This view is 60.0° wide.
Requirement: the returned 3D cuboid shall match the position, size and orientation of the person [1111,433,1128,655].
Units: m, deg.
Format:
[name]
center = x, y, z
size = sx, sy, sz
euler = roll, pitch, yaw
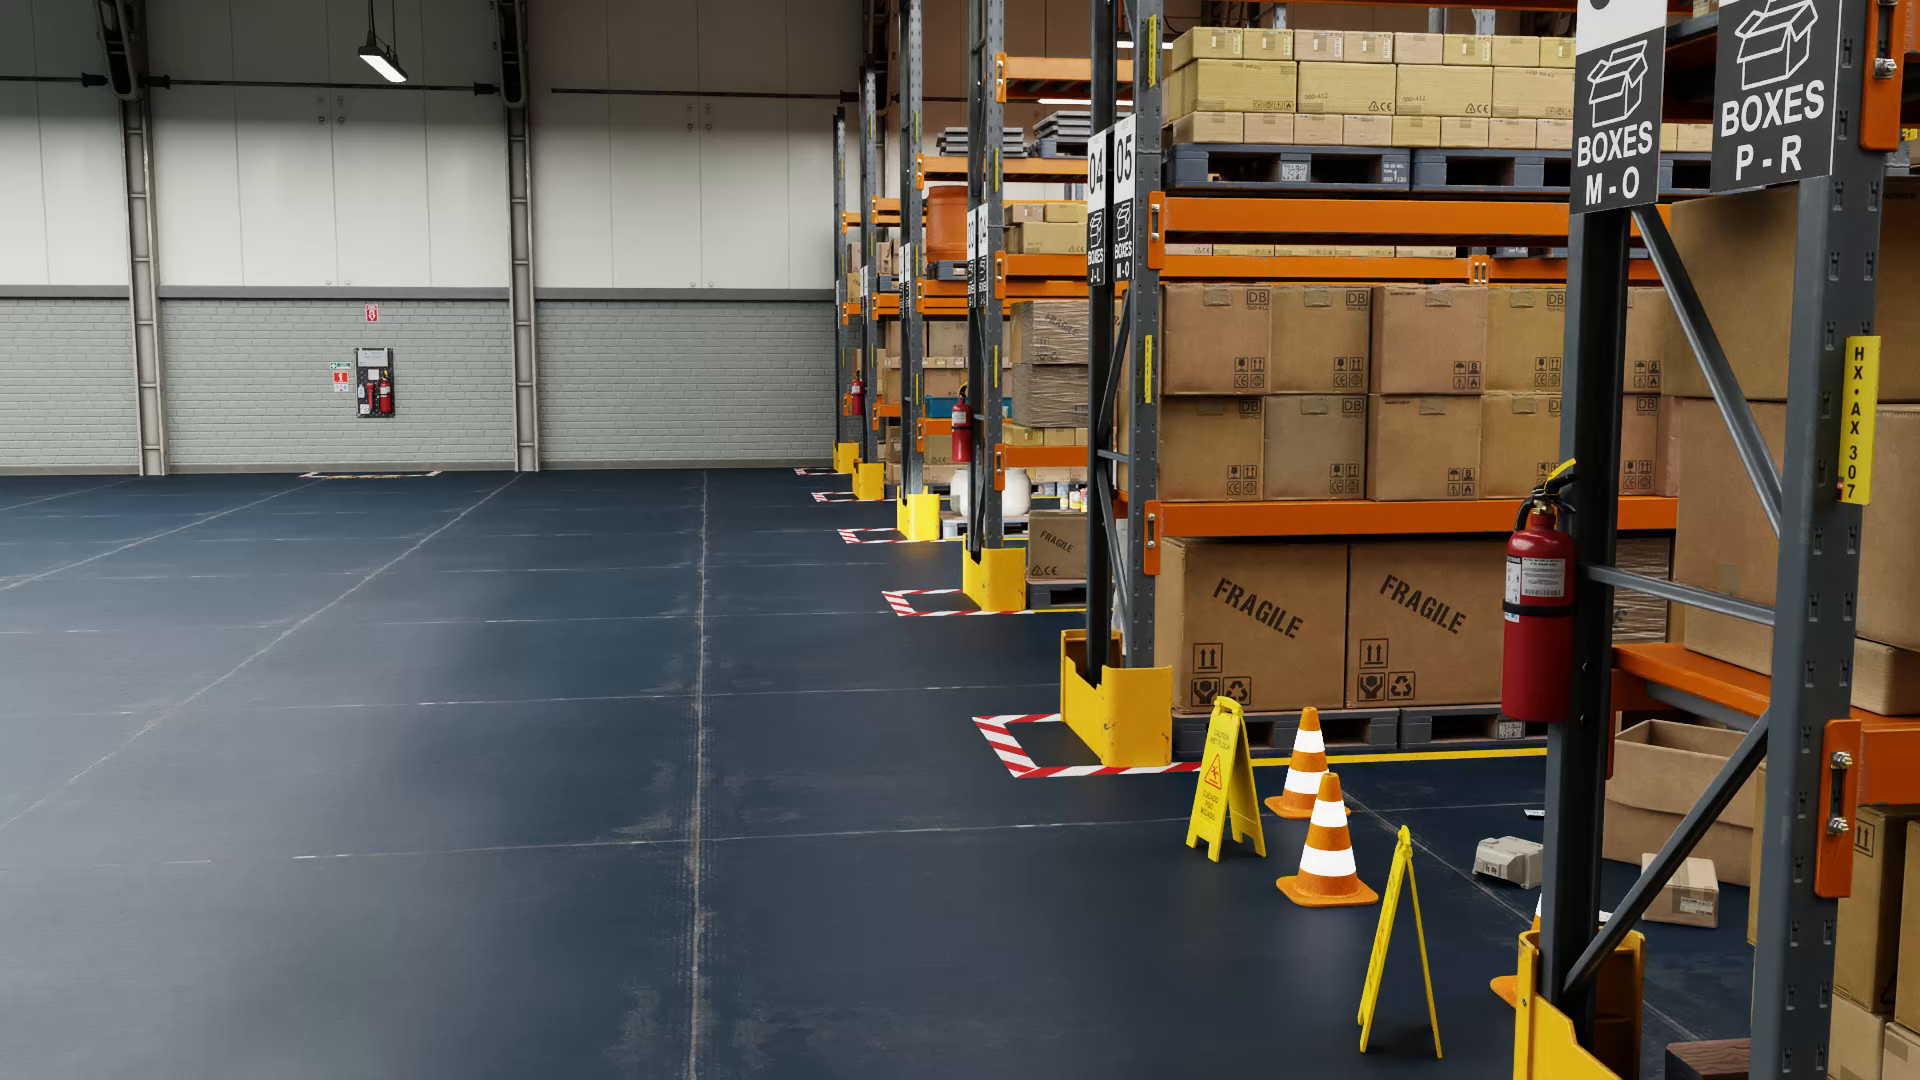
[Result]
[person]
center = 1.179, -0.065, 11.376
size = 0.361, 1.671, 0.513
euler = -1, 7, -12
